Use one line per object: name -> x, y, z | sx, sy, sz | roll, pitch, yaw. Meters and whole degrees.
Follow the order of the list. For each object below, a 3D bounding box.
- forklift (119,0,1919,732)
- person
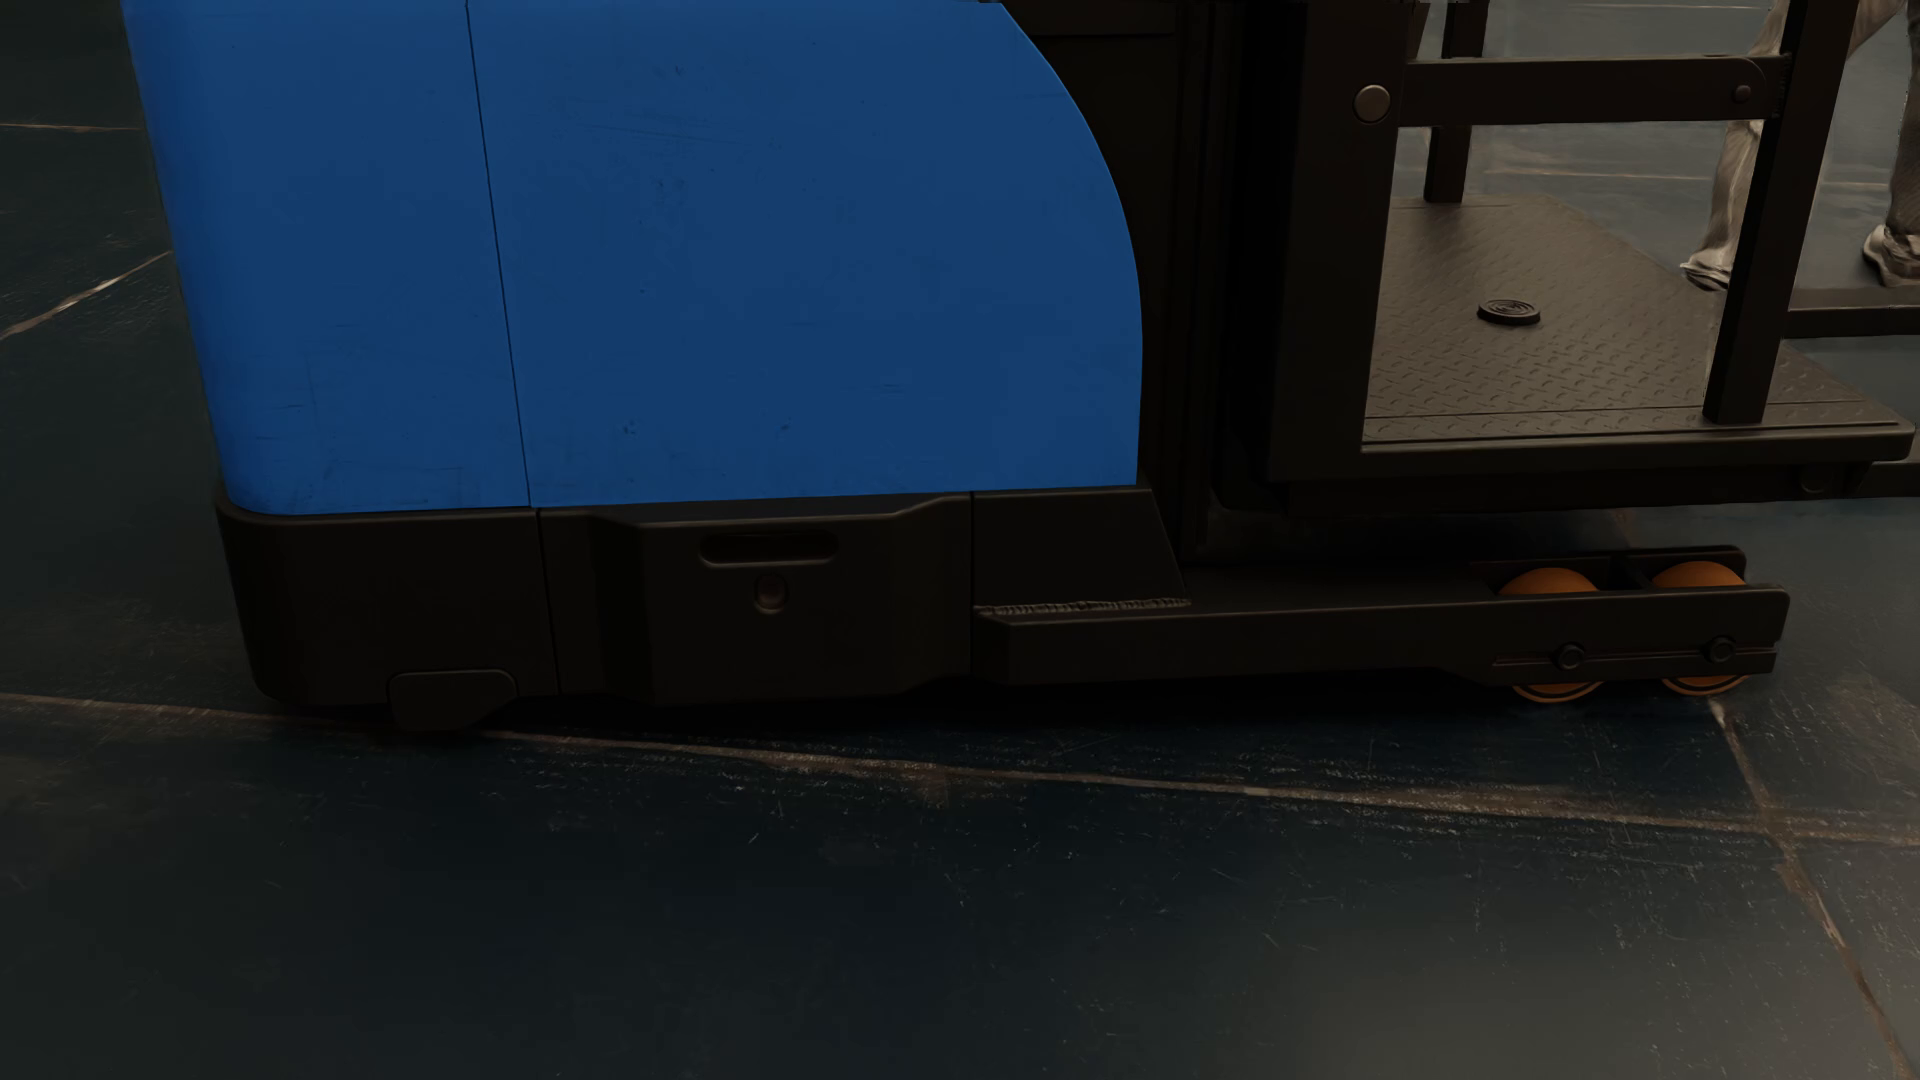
forklift -> 0.610, -1.341, 1.905 | 3.031, 2.935, 1.130 | -2, 27, -5
person -> 1.809, -1.267, 3.171 | 0.972, 1.680, 0.546 | -4, 27, -7
